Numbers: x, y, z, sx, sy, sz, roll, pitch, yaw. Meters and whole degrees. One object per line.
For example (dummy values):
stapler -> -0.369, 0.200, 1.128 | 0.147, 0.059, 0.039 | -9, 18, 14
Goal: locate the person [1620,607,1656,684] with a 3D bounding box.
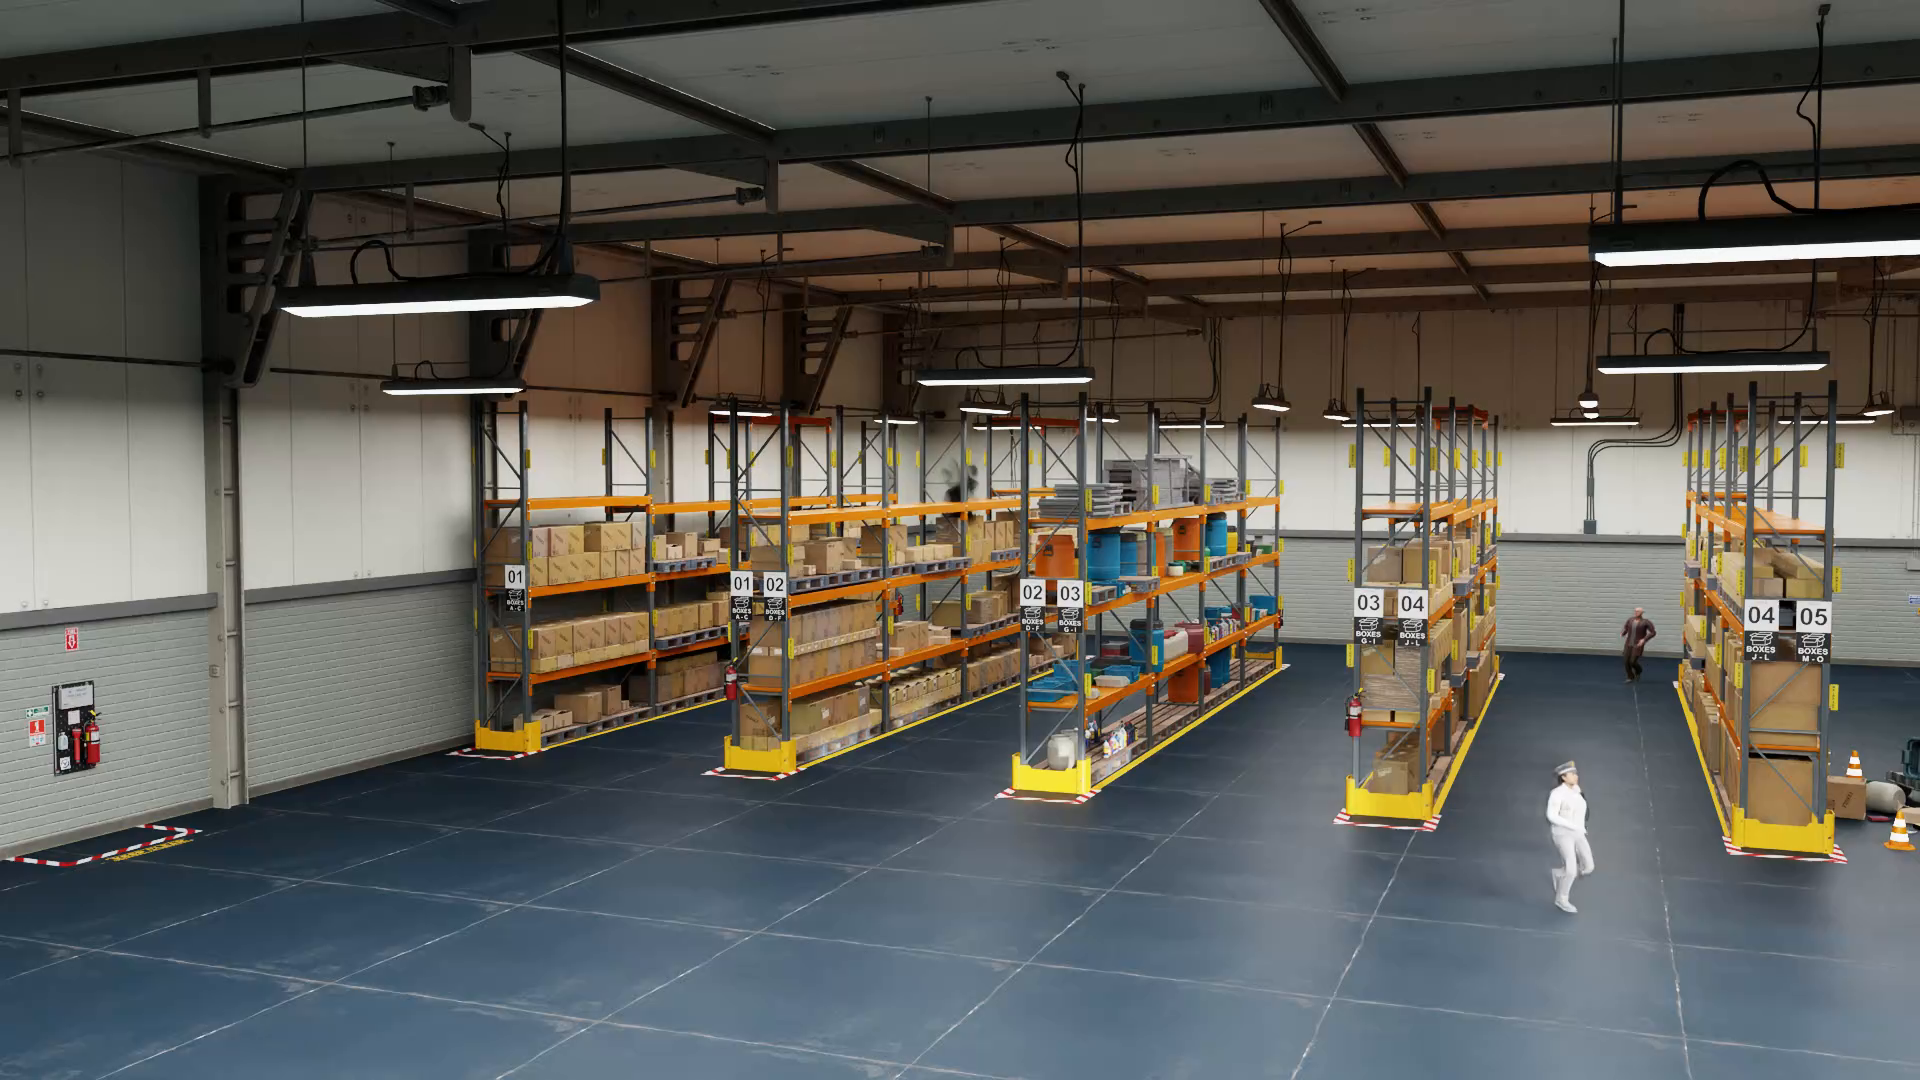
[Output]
person -> 15.022, 2.349, 36.955 | 0.675, 1.725, 0.732 | -2, 3, -34

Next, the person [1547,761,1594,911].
person -> 6.772, 3.276, 18.462 | 0.658, 1.664, 0.561 | -2, 3, -33
